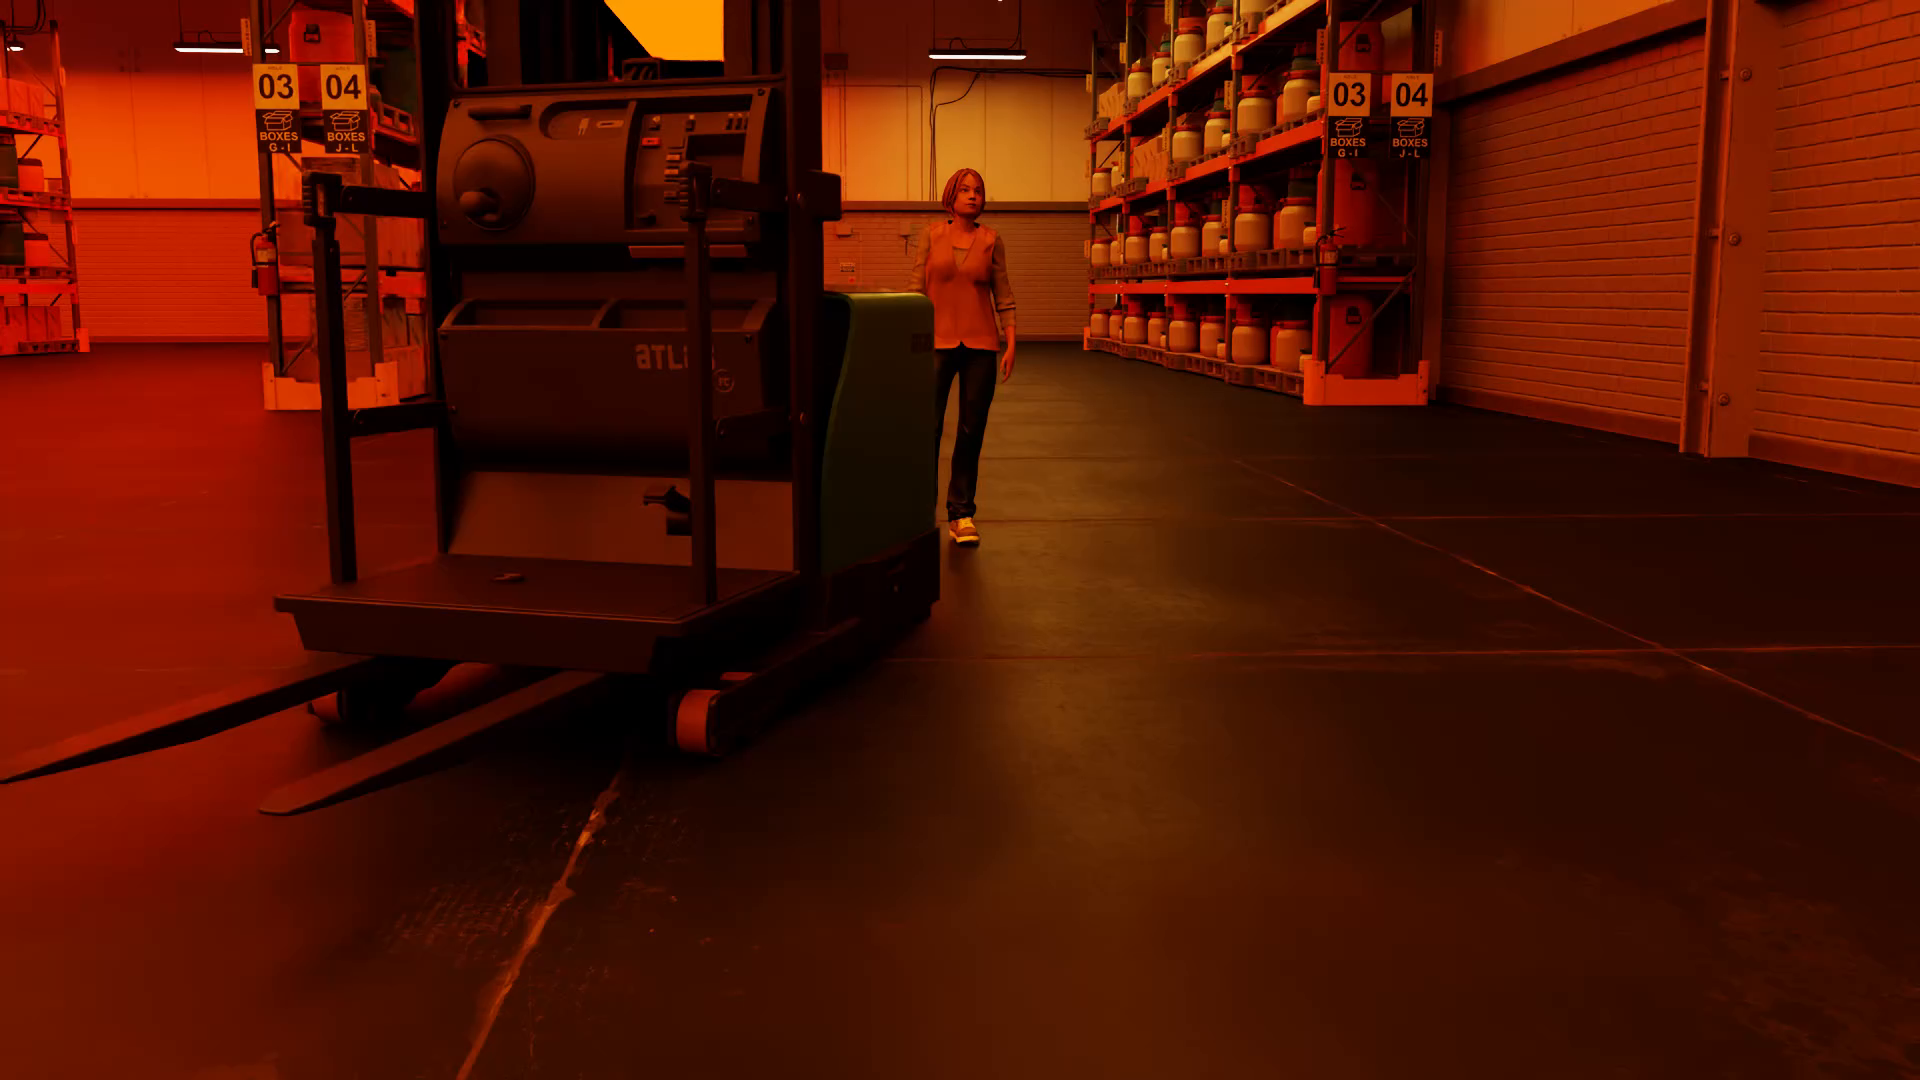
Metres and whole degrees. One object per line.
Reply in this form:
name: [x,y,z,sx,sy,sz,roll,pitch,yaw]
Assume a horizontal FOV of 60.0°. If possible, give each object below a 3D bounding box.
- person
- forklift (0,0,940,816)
person: [-0.006,-1.138,7.167,0.502,0.918,0.258,-1,8,-4]
forklift: [-0.988,-1.005,4.096,1.130,2.935,3.031,3,9,17]
